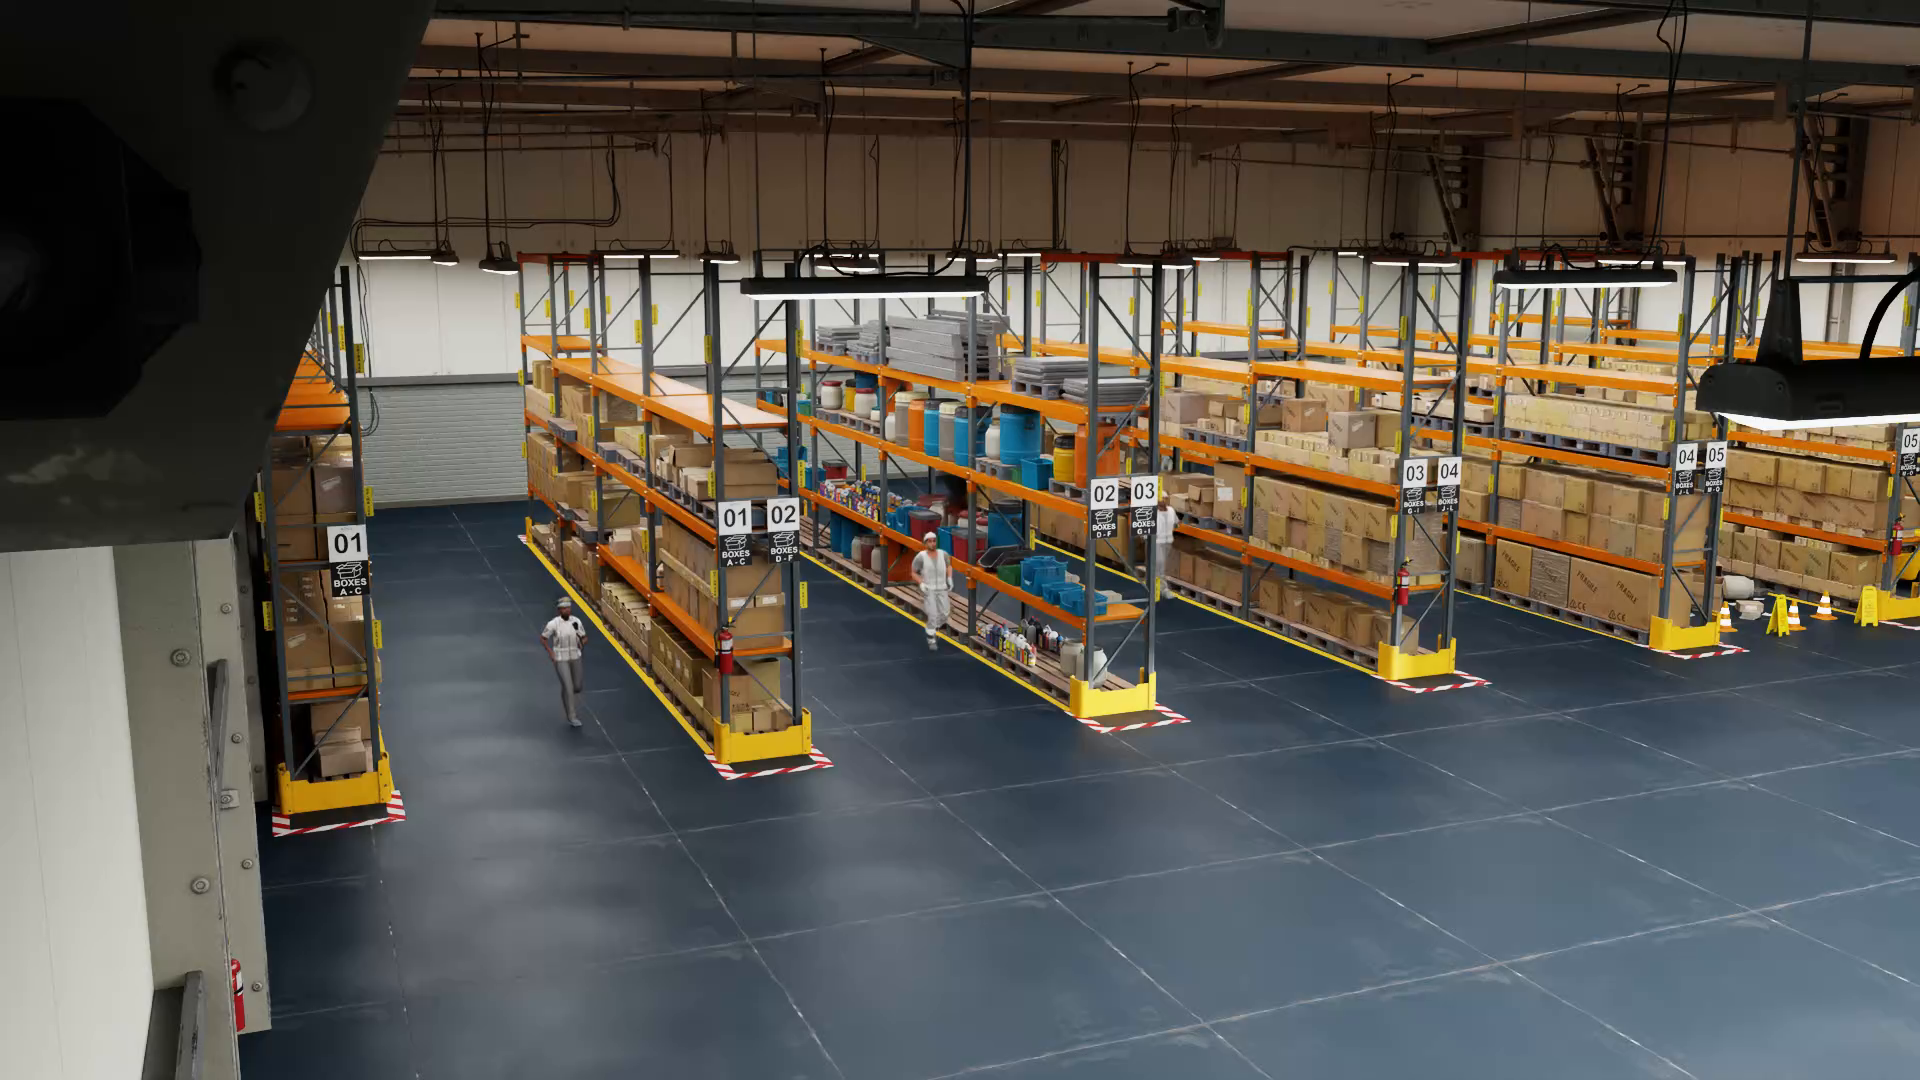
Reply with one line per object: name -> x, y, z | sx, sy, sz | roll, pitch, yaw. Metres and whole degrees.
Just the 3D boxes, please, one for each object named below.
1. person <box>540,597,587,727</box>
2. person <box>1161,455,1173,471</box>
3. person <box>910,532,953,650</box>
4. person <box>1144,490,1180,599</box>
person -> -5.184, 1.557, 21.872 | 0.588, 1.669, 0.834 | -7, 12, -33
person -> 5.293, -2.103, 41.714 | 0.570, 1.733, 0.663 | -6, 12, -32
person -> -0.383, 0.752, 24.474 | 0.661, 1.757, 0.504 | -4, 11, -20
person -> 3.413, 0.072, 28.059 | 0.687, 1.826, 0.937 | -5, 12, -27
